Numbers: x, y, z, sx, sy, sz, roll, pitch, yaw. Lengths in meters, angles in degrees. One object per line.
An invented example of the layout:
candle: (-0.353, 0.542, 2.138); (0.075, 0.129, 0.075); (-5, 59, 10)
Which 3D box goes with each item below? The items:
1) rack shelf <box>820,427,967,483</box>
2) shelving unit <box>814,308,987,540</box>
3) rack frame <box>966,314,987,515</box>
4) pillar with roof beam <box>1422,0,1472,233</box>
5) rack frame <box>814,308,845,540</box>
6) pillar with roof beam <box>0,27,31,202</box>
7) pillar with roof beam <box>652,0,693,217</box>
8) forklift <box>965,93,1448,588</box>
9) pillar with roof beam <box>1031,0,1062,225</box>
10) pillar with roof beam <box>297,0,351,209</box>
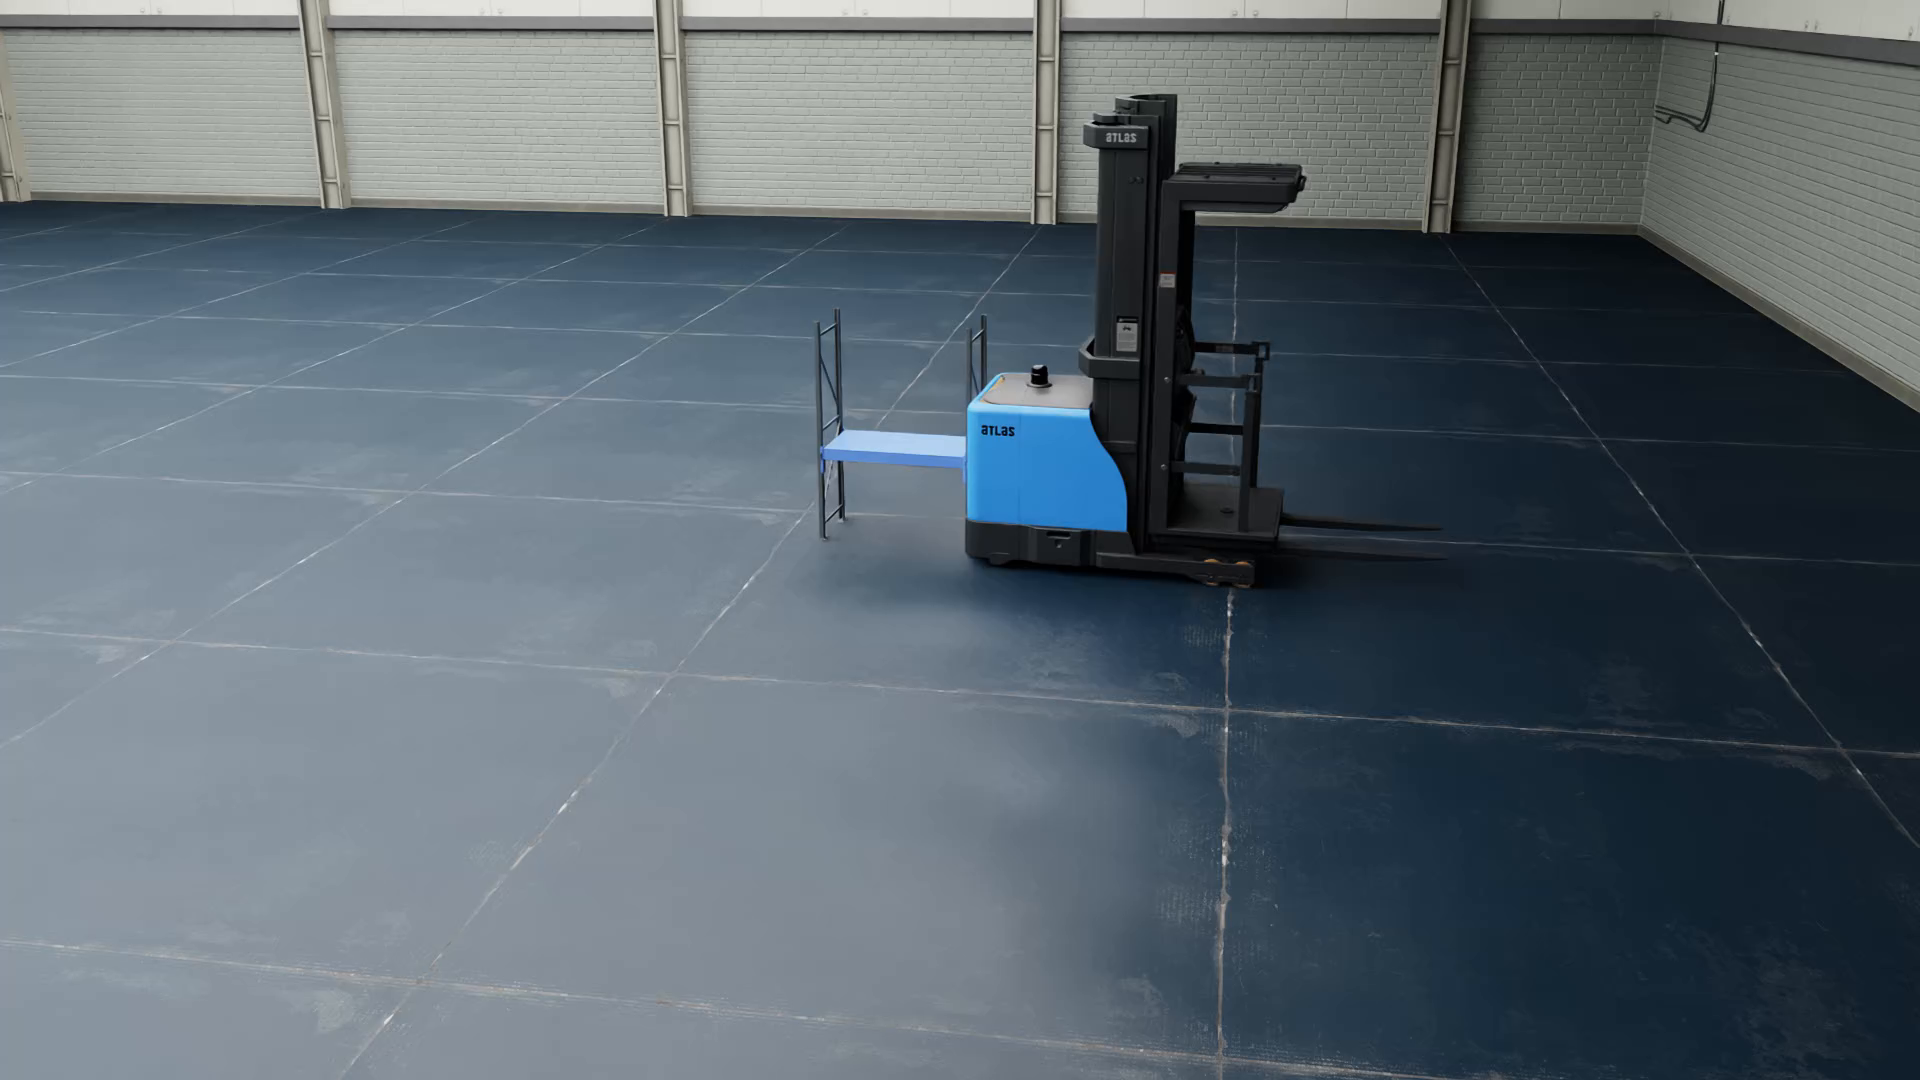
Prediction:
rack shelf: (-0.389, -0.580, 11.240); (1.000, 0.185, 0.538); (4, 19, 12)
shelving unit: (-0.389, -0.751, 11.183); (1.048, 1.500, 0.538); (4, 19, 12)
rack frame: (0.107, -0.715, 11.075); (0.032, 1.500, 0.500); (4, 19, 12)
pillar with roof beam: (6.573, -7.623, 19.902); (0.400, 9.000, 9.100); (3, 19, 9)
rack frame: (-0.884, -0.787, 11.290); (0.032, 1.500, 0.500); (4, 19, 12)
pillar with roof beam: (-17.123, -8.830, 23.512); (0.400, 9.000, 9.100); (3, 19, 9)
pillar with roof beam: (-5.275, -8.226, 21.707); (0.400, 9.000, 9.100); (3, 19, 9)
forklift: (1.606, -1.273, 10.489); (3.031, 2.935, 1.130); (4, 19, 12)
pillar with roof beam: (0.649, -7.924, 20.805); (0.400, 9.000, 9.100); (3, 19, 9)
pillar with roof beam: (-11.199, -8.528, 22.610); (0.400, 9.000, 9.100); (3, 19, 9)
